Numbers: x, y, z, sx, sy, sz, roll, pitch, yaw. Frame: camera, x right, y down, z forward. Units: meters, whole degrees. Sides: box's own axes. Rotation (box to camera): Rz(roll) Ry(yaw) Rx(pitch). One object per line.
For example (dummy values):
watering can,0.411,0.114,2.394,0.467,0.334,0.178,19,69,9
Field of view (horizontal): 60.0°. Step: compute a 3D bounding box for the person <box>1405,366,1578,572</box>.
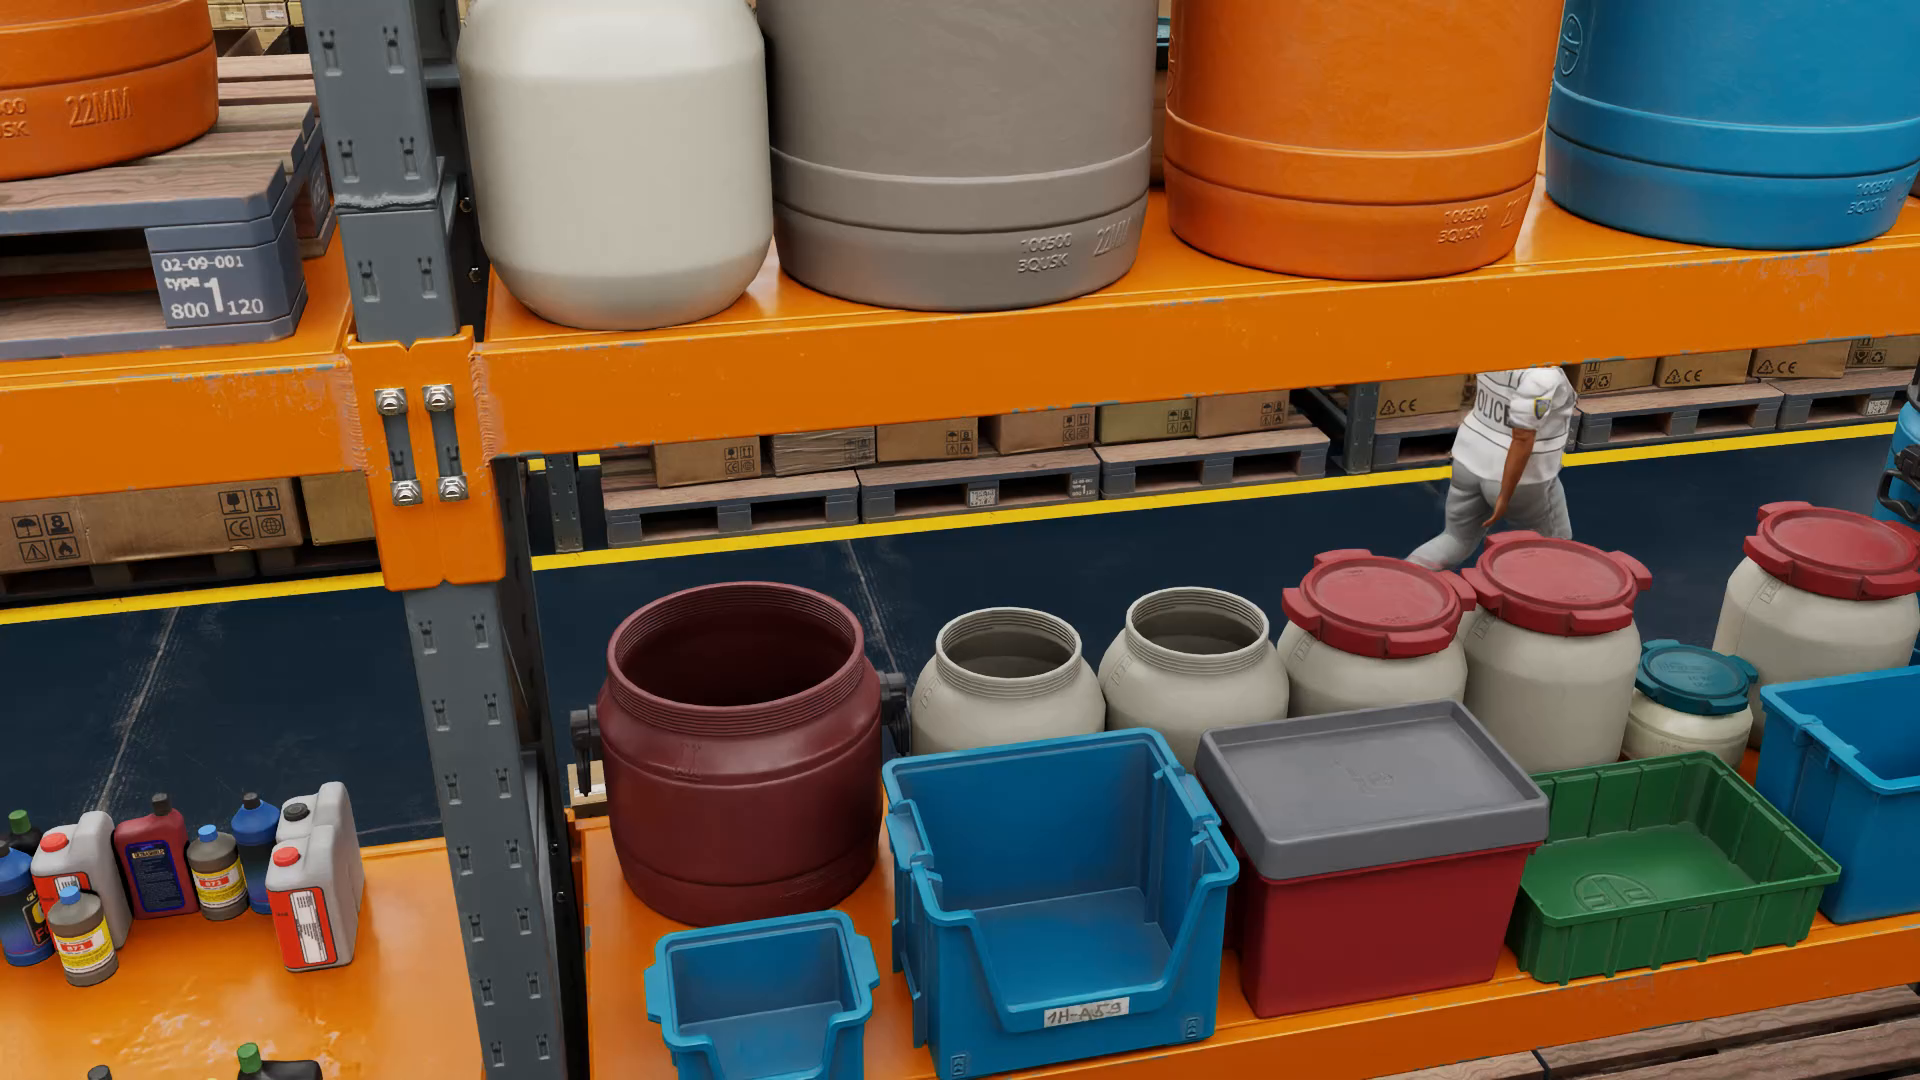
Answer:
person,2.163,-0.289,6.663,0.949,1.617,0.480,-10,28,-18
